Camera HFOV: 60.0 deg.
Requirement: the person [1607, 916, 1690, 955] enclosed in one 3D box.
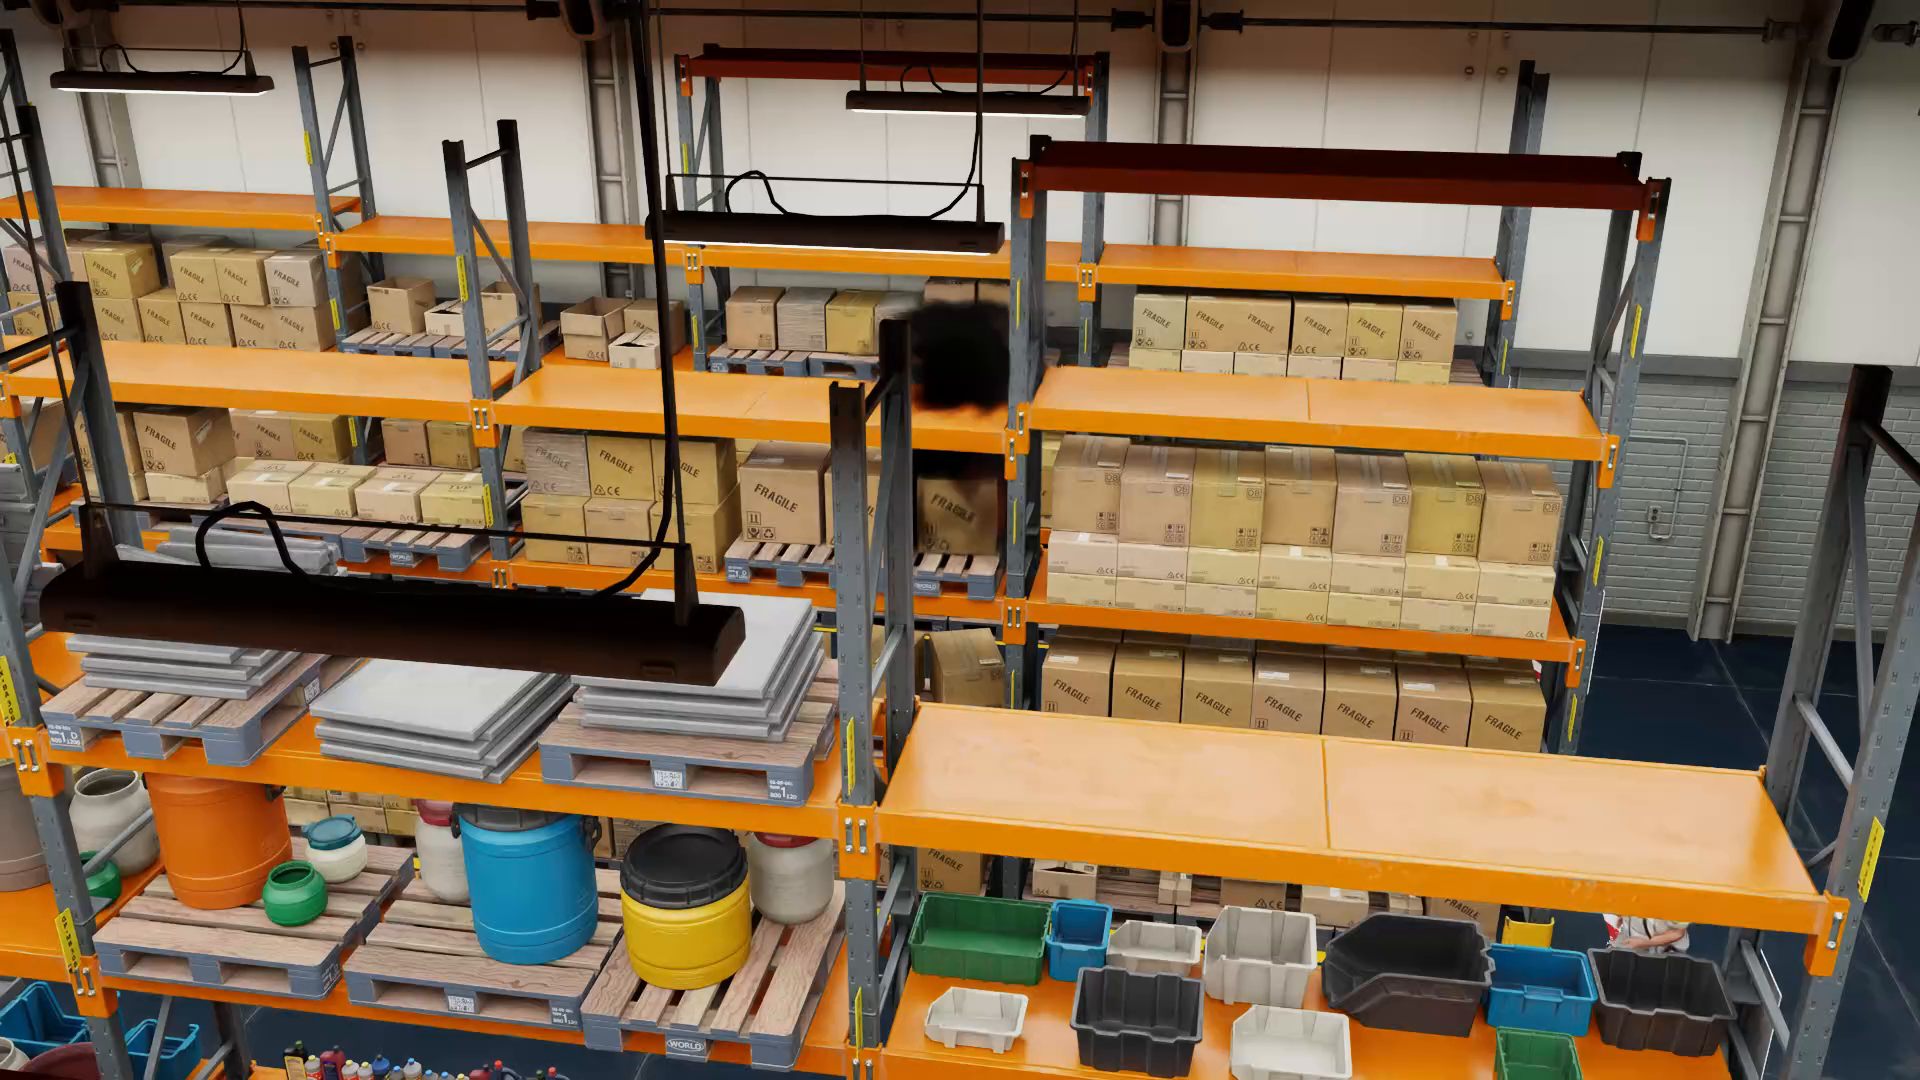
[{"bbox_3d":[4.793,2.795,11.589,0.764,1.749,0.603,-7,24,-16],"label":"person"}]
